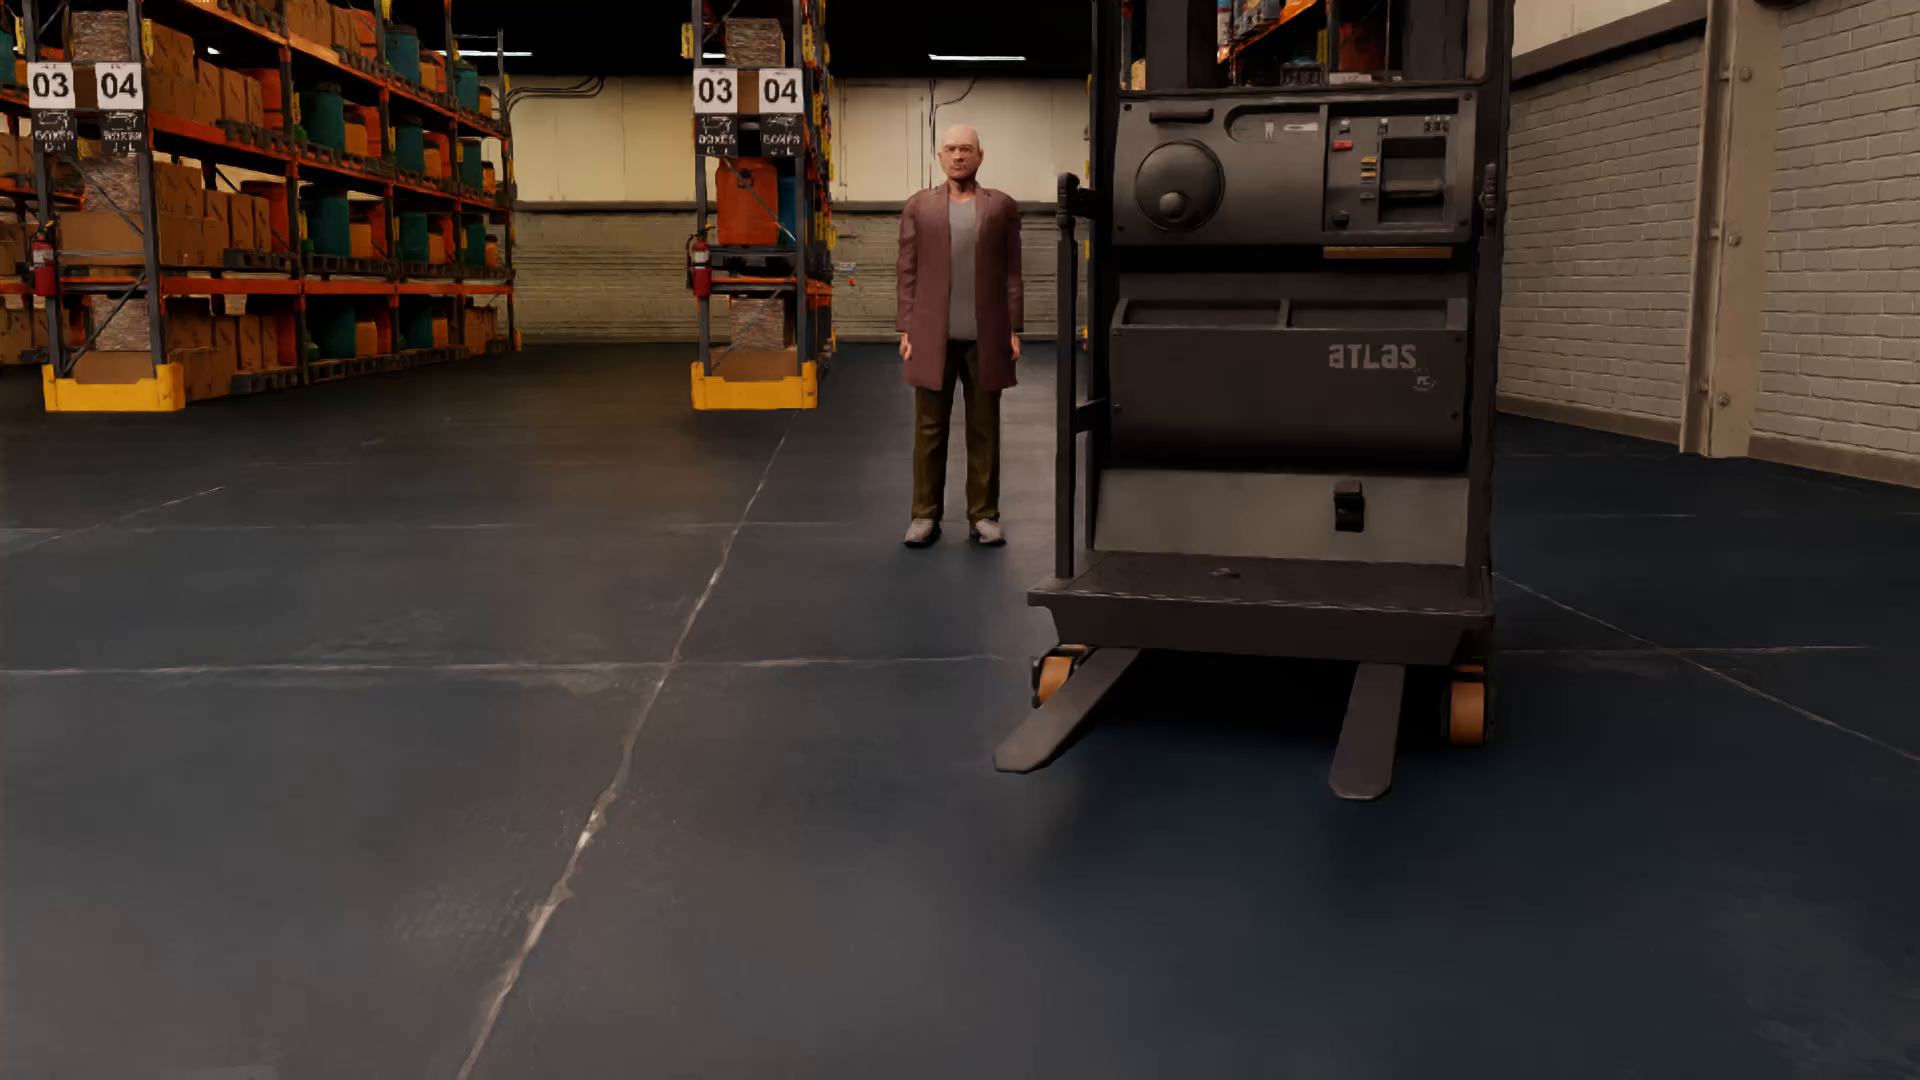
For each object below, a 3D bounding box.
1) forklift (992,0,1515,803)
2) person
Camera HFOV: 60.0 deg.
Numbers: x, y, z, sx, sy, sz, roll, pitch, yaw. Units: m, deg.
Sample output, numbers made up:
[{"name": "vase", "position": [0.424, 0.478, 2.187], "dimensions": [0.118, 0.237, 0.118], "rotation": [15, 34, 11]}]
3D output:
[{"name": "forklift", "position": [0.813, -1.016, 4.171], "dimensions": [1.130, 2.935, 3.031], "rotation": [2, 9, 16]}, {"name": "person", "position": [0.004, -0.878, 7.153], "dimensions": [0.558, 1.783, 0.377], "rotation": [-1, 8, -4]}]
